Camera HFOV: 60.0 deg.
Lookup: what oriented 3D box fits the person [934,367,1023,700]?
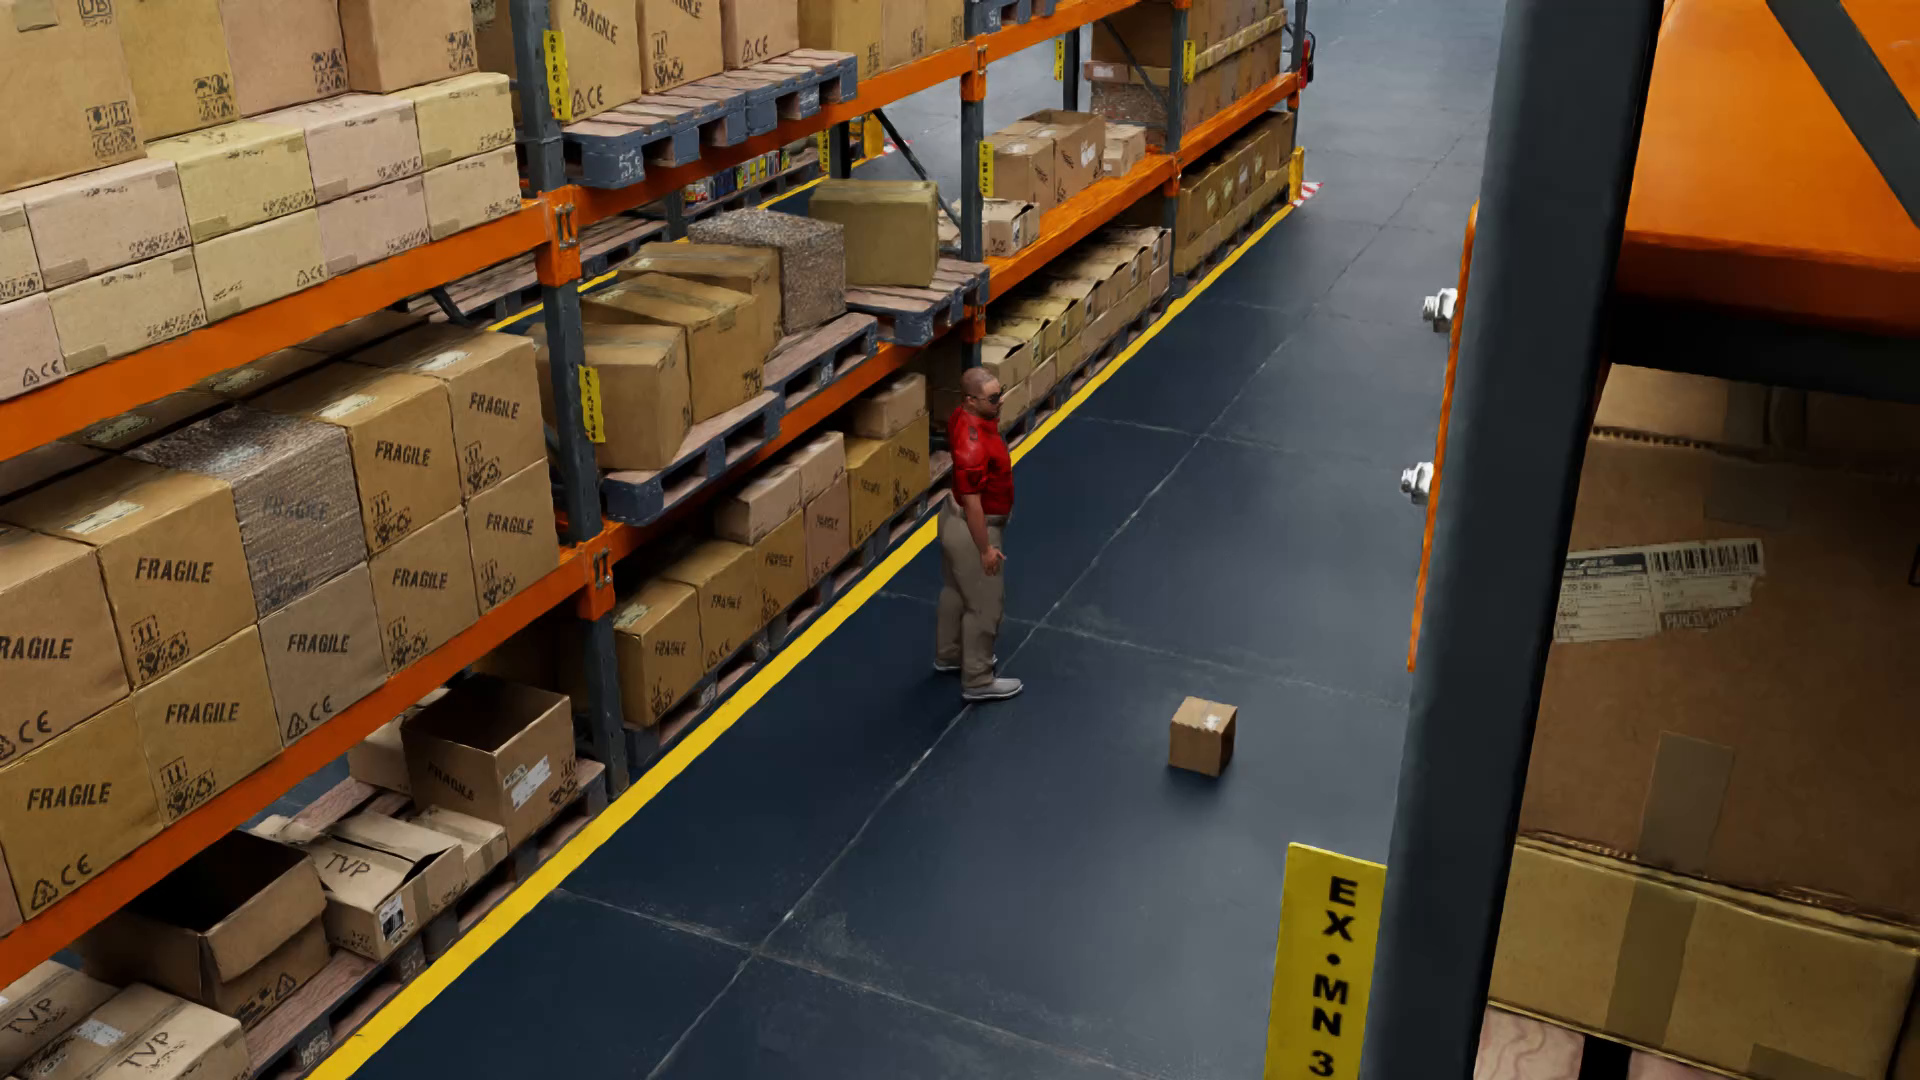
[{"bbox_3d":[0.097,-0.042,8.191,0.424,1.729,0.541,-3,26,-7],"label":"person"}]
